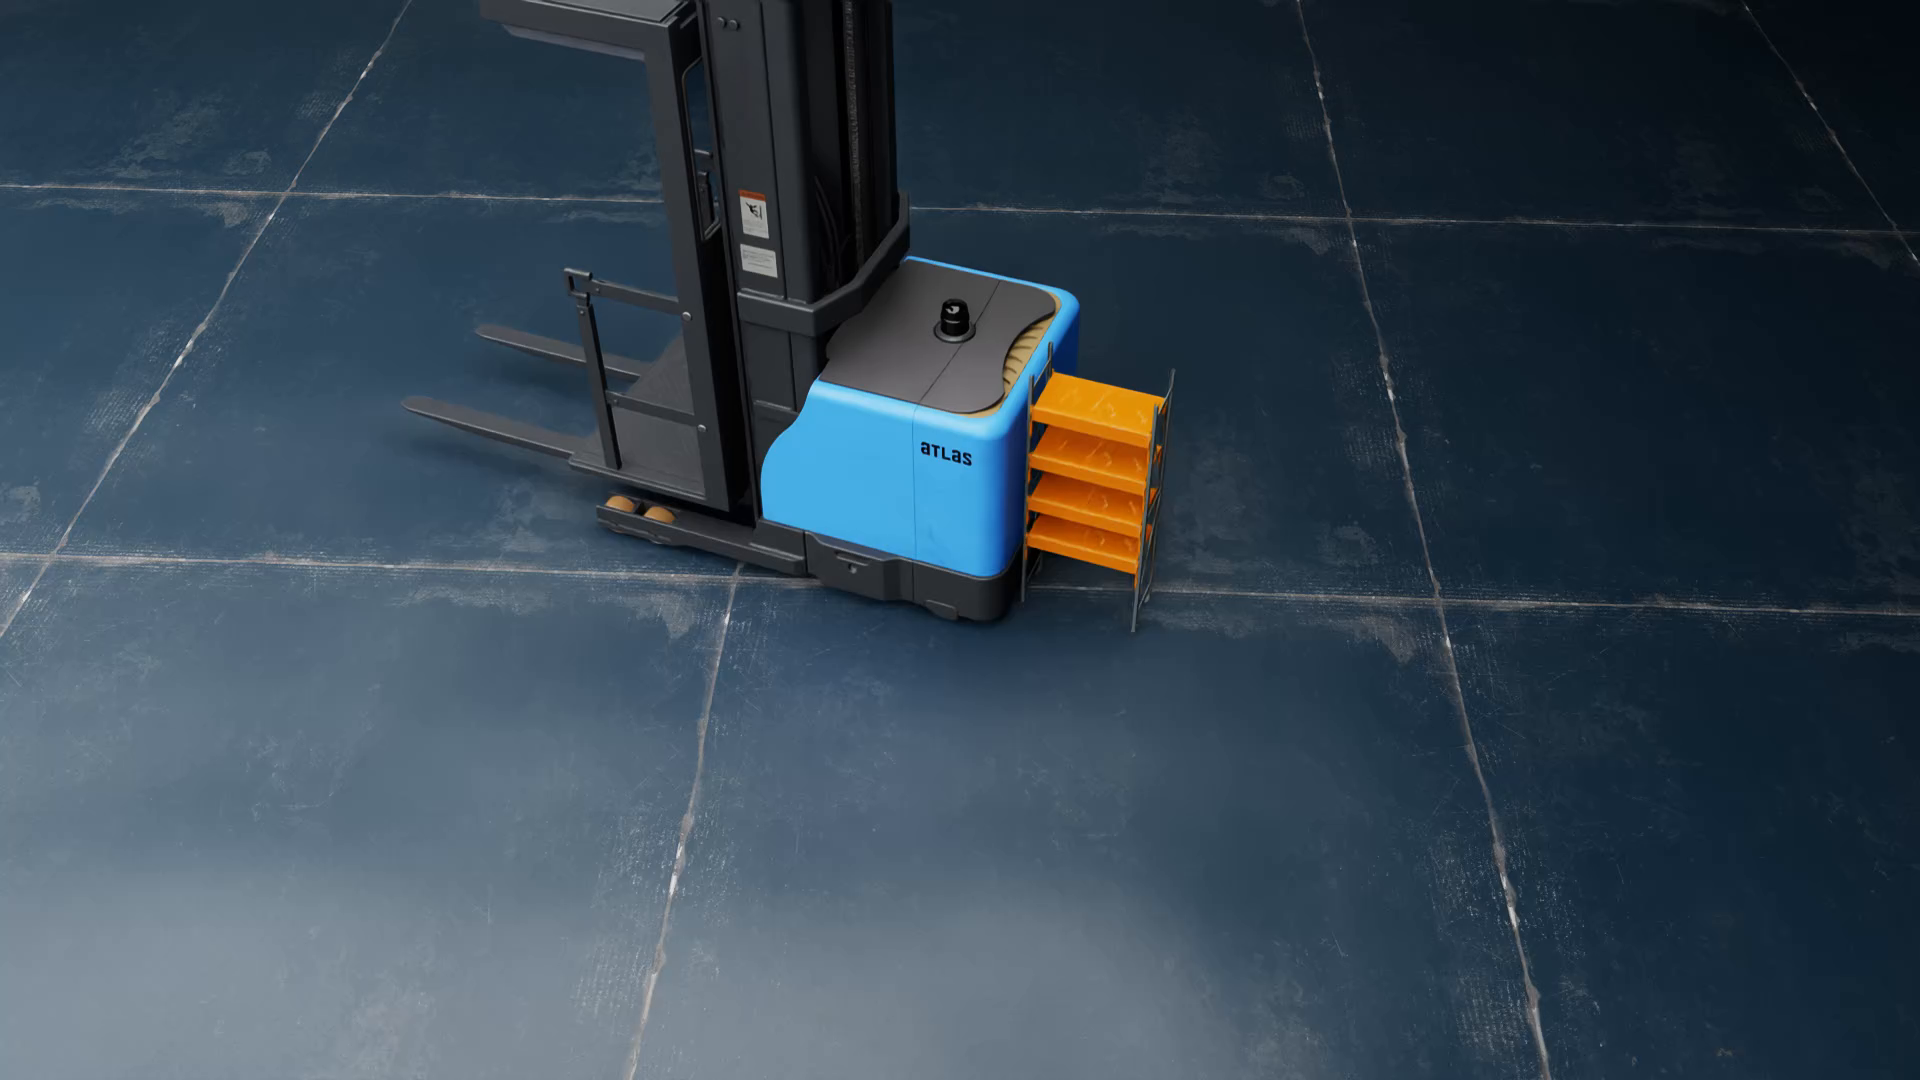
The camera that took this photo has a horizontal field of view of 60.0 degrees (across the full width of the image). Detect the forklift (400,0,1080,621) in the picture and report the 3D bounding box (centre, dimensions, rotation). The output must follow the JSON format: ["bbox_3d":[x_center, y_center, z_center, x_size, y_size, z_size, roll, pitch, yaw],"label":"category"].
[{"bbox_3d":[-1.059,-1.373,6.659,3.031,2.935,1.130,15,45,15],"label":"forklift"}]

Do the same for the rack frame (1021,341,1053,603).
[{"bbox_3d":[0.309,-0.249,6.723,0.015,1.200,0.240,15,45,15],"label":"rack frame"}]

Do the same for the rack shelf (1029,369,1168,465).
[{"bbox_3d":[0.536,-0.476,6.390,0.480,0.148,0.258,15,45,15],"label":"rack shelf"}]

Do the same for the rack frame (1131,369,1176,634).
[{"bbox_3d":[0.763,-0.128,6.592,0.015,1.200,0.240,15,45,15],"label":"rack frame"}]

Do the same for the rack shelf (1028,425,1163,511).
[{"bbox_3d":[0.536,-0.303,6.551,0.480,0.148,0.258,15,45,15],"label":"rack shelf"}]

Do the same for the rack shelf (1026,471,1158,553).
[{"bbox_3d":[0.536,-0.139,6.703,0.480,0.148,0.258,15,45,15],"label":"rack shelf"}]

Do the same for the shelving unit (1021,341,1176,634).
[{"bbox_3d":[0.536,-0.189,6.658,0.503,1.200,0.258,15,45,15],"label":"shelving unit"}]

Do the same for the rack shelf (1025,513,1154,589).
[{"bbox_3d":[0.536,0.006,6.839,0.480,0.148,0.258,15,45,15],"label":"rack shelf"}]
